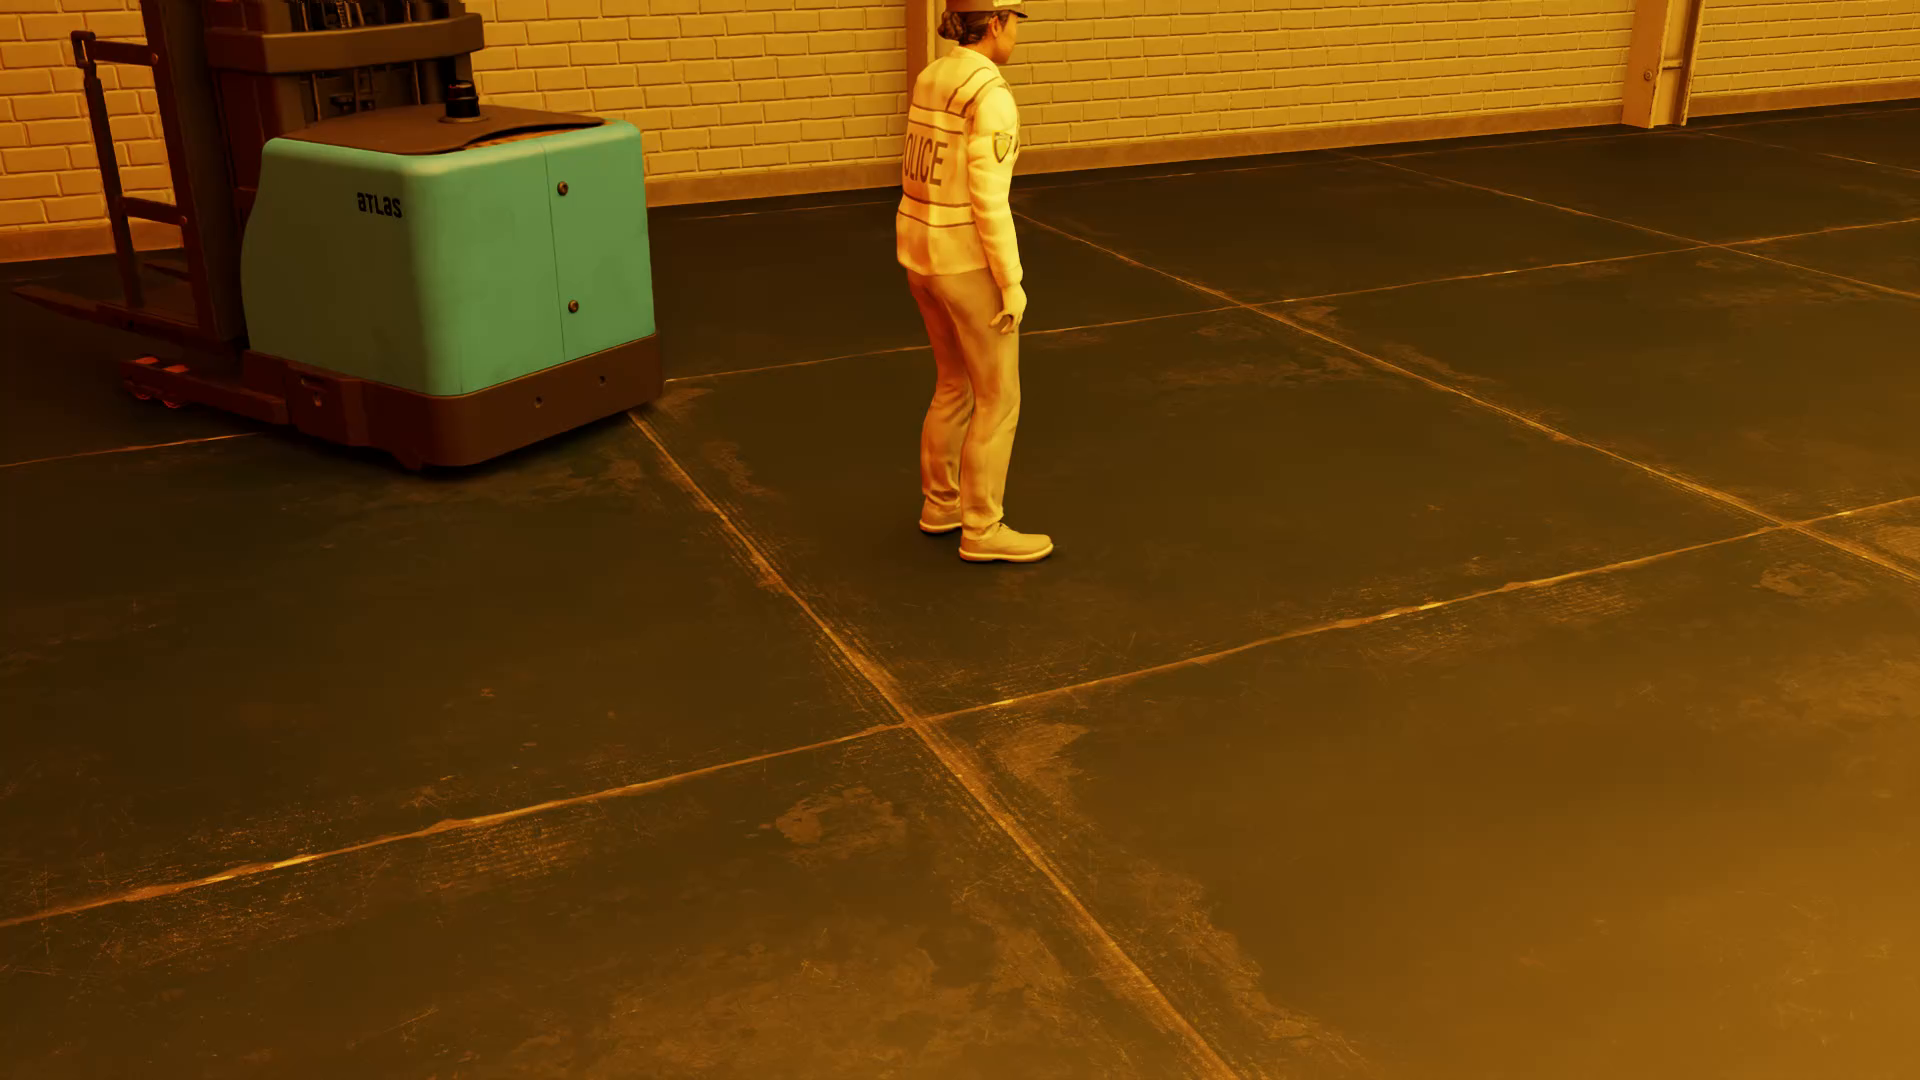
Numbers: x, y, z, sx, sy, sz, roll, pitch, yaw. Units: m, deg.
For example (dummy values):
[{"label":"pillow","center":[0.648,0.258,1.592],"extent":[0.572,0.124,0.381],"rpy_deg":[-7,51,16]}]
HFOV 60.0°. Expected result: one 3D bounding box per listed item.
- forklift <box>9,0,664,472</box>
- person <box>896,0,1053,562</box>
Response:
[{"label":"forklift","center":[-2.620,-2.002,6.106],"extent":[3.031,2.935,1.130],"rpy_deg":[14,27,31]},{"label":"person","center":[0.022,-0.775,4.808],"extent":[0.372,1.663,0.529],"rpy_deg":[-11,25,-25]}]
